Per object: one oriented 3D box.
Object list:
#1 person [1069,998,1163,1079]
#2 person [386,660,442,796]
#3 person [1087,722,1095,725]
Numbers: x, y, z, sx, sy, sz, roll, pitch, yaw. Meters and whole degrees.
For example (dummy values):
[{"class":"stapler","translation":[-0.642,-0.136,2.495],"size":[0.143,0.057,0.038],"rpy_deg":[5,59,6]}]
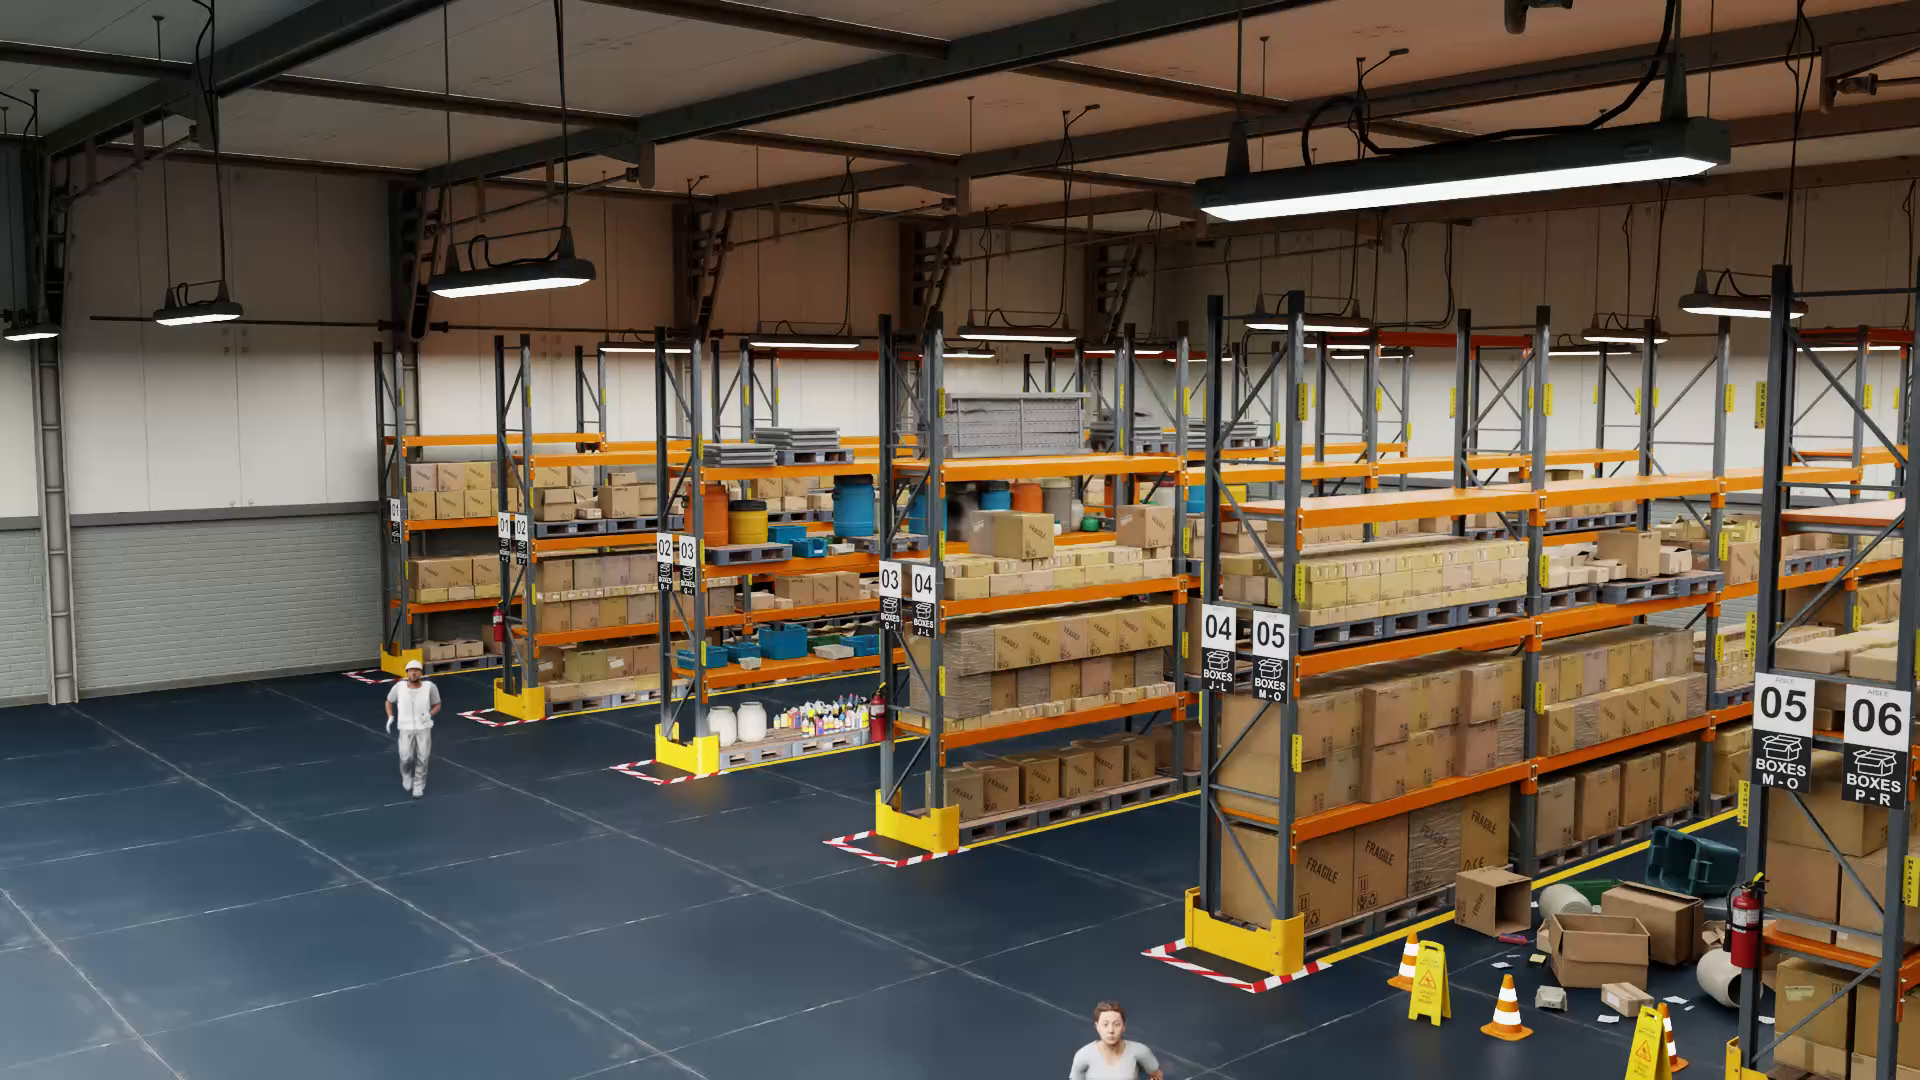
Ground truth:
[{"class":"person","translation":[0.891,3.468,9.582],"size":[0.540,1.653,0.655],"rpy_deg":[1,5,8]},{"class":"person","translation":[-6.881,2.386,20.966],"size":[0.679,1.739,0.597],"rpy_deg":[-2,5,-17]},{"class":"person","translation":[1.900,1.814,24.189],"size":[0.662,1.730,0.581],"rpy_deg":[4,6,36]}]
